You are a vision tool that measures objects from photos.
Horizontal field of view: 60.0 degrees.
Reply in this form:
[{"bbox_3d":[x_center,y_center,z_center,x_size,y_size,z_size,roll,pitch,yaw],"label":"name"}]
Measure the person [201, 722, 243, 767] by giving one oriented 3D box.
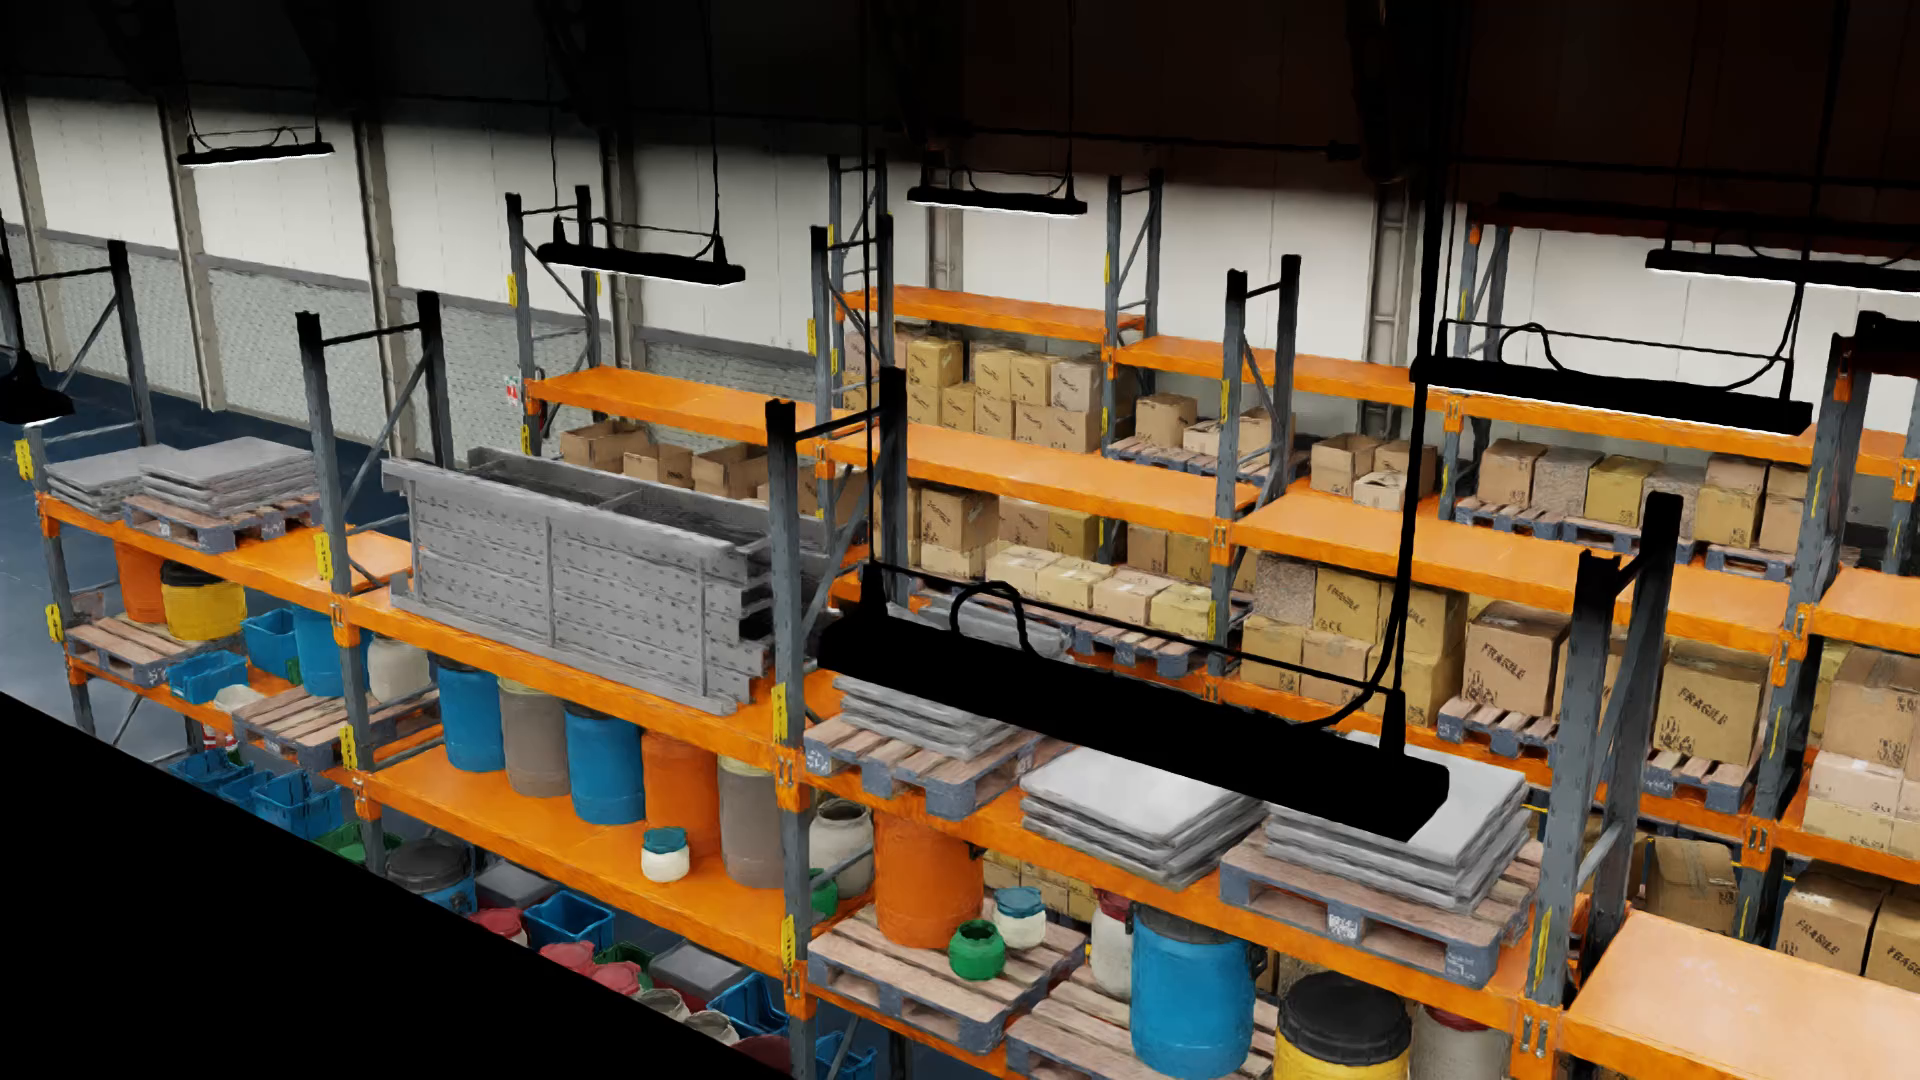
[{"bbox_3d":[-7.214,2.044,16.157,0.566,1.781,0.722,-5,19,-14],"label":"person"}]
